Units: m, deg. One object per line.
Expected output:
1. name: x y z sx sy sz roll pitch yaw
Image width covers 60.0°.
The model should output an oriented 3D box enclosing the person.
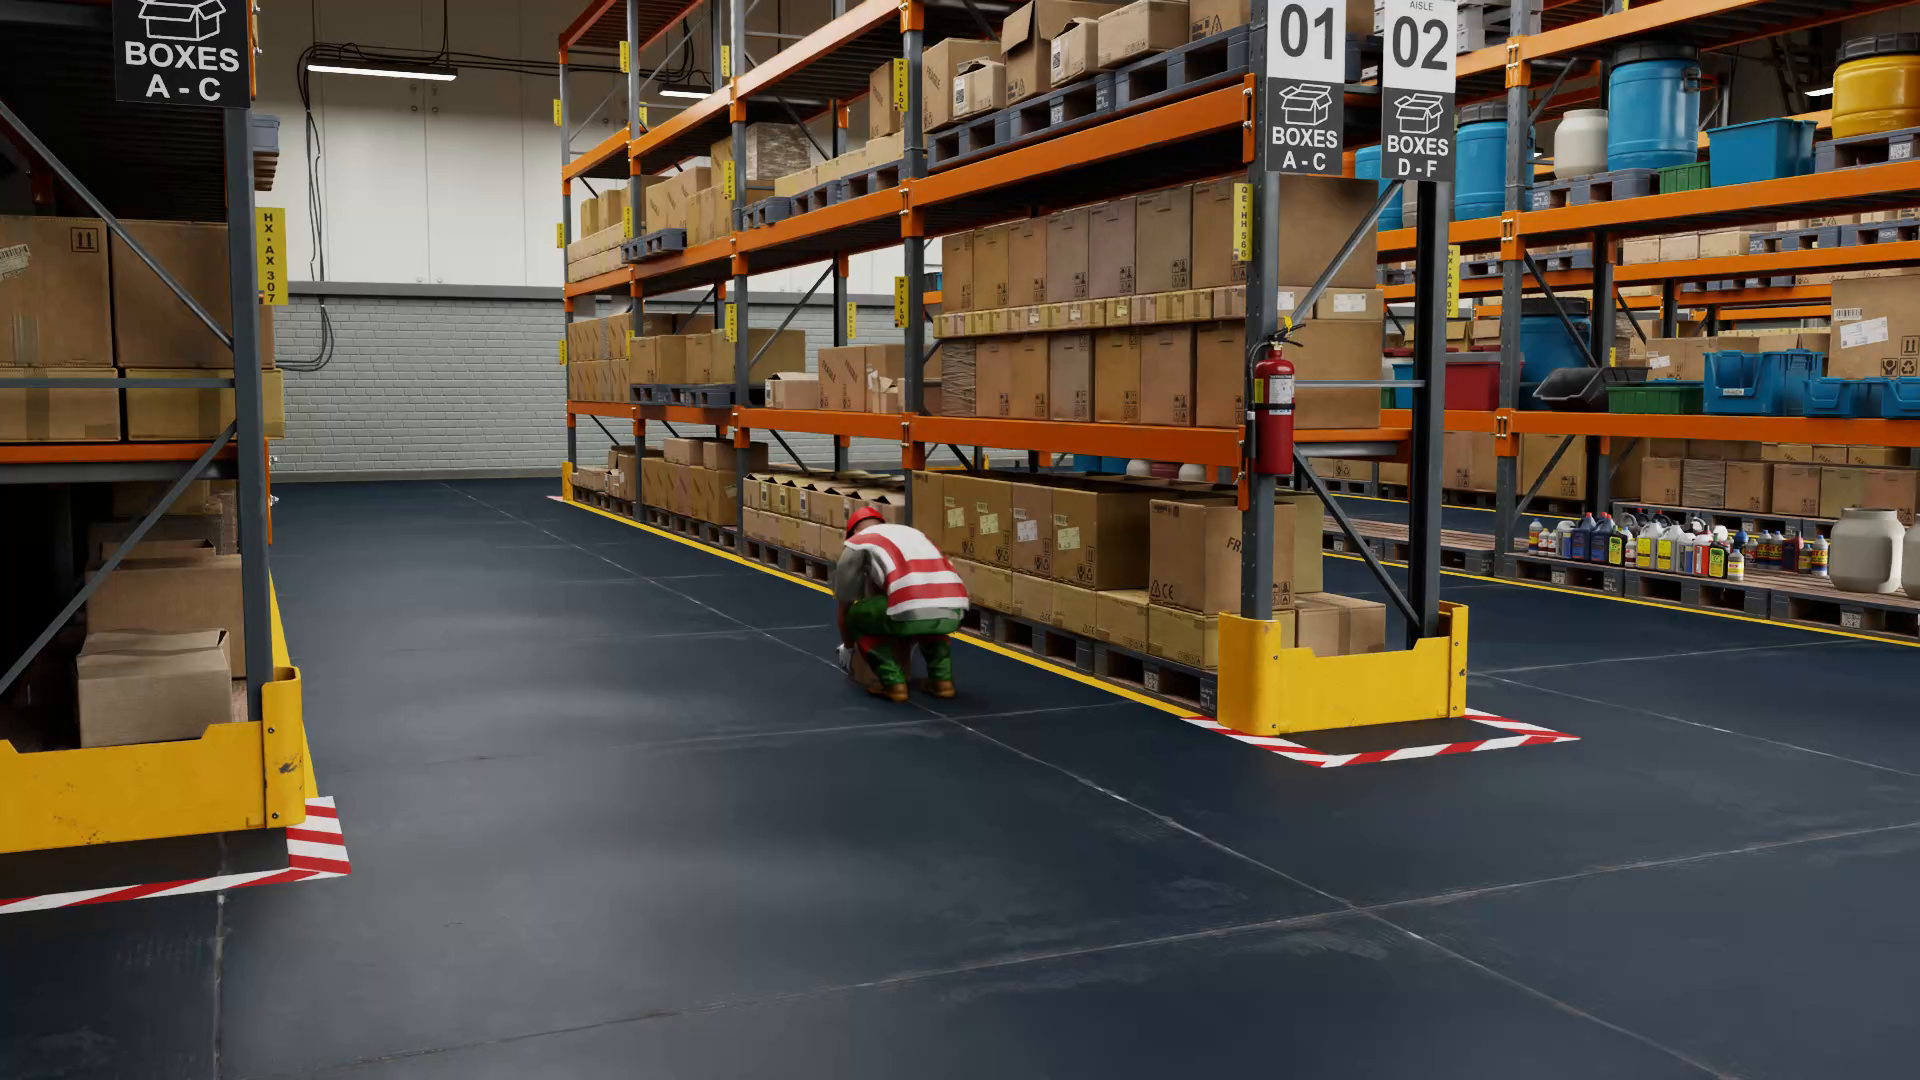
1. person: -0.304 0.303 8.176 0.568 0.894 0.888 -2 6 -24
